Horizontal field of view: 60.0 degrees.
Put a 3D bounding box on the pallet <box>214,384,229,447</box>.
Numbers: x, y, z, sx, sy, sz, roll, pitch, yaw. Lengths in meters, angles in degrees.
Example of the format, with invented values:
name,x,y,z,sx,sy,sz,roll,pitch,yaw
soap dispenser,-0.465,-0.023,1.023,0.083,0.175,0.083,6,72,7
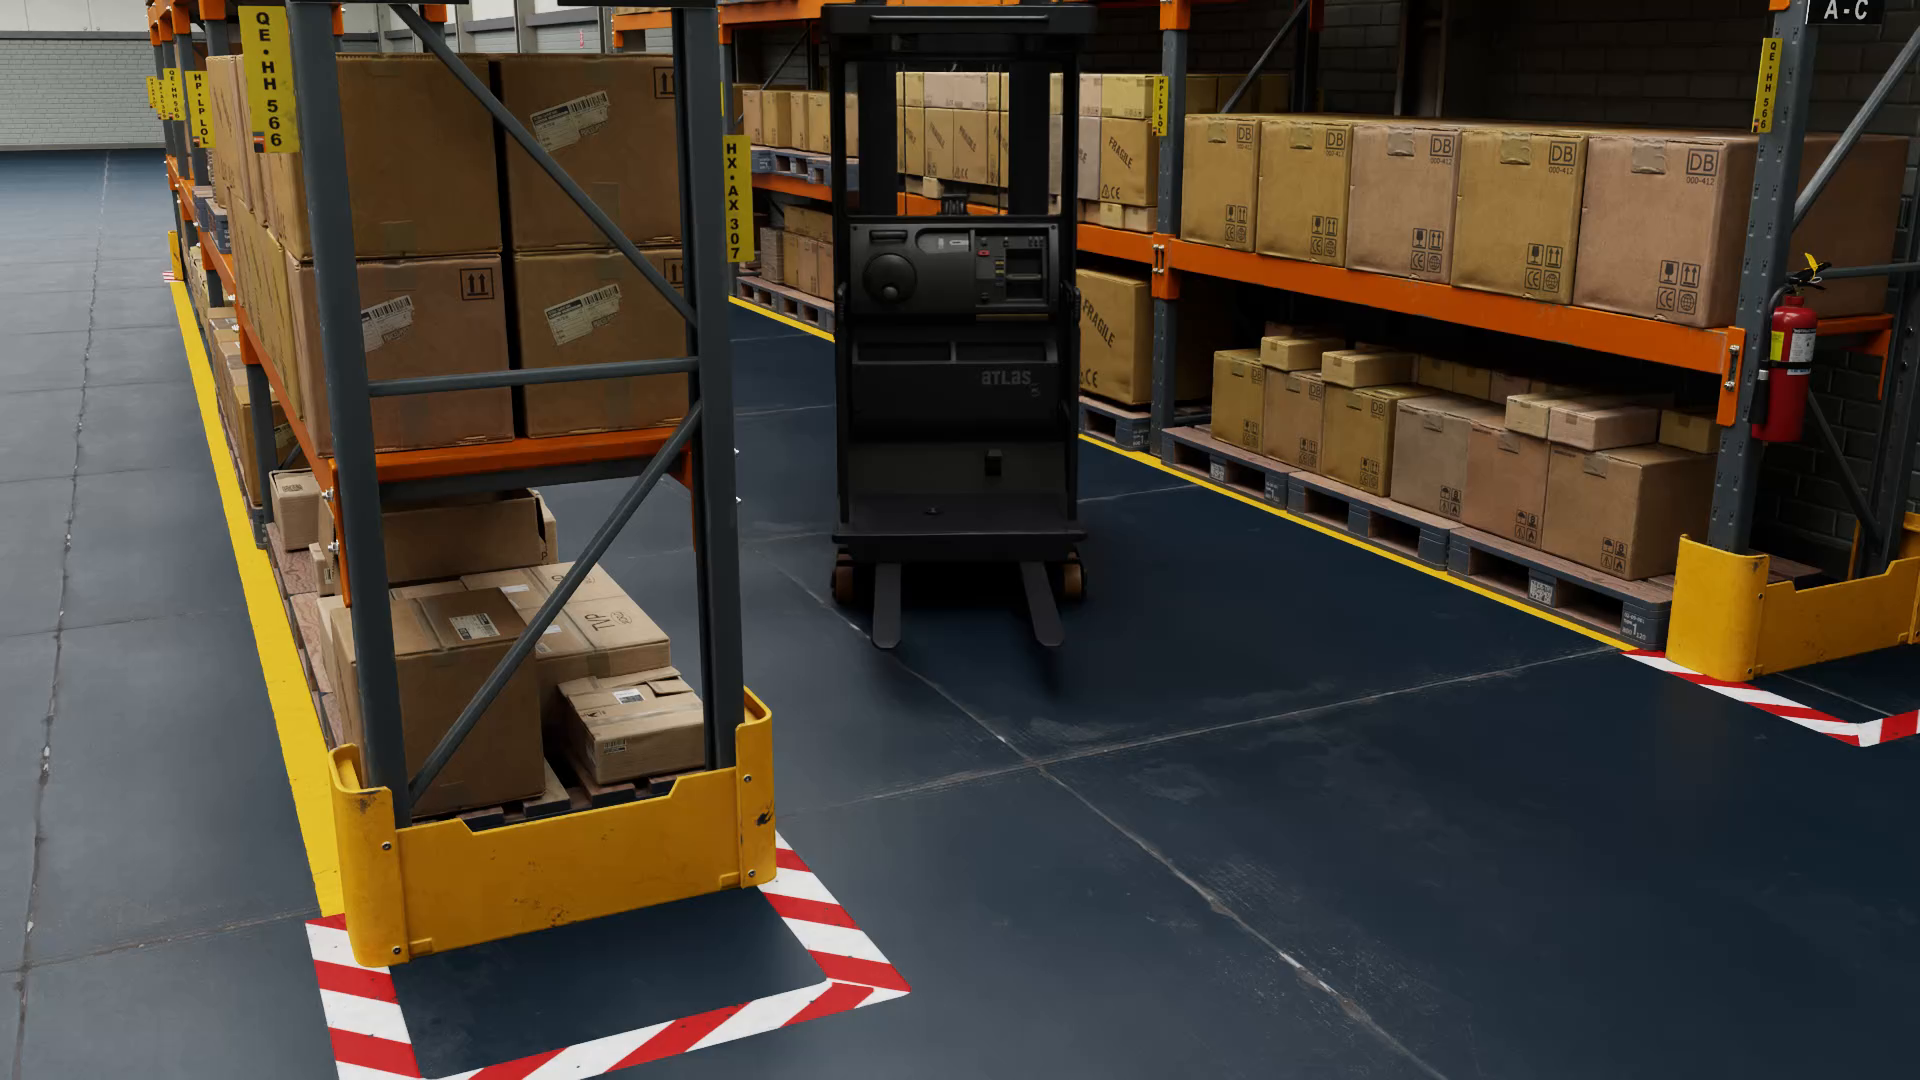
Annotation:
name,x,y,z,sx,sy,sz,roll,pitch,yaw
pallet,-4.291,-0.864,10.879,1.003,0.211,1.213,-8,18,-25

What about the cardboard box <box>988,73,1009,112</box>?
name,x,y,z,sx,sy,sz,roll,pitch,yaw
cardboard box,0.522,-3.029,11.250,0.500,0.250,0.500,-8,18,-26

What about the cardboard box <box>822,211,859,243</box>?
name,x,y,z,sx,sy,sz,roll,pitch,yaw
cardboard box,-0.918,-2.812,14.987,0.500,0.250,0.500,-8,18,-25

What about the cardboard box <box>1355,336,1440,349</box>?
name,x,y,z,sx,sy,sz,roll,pitch,yaw
cardboard box,2.319,-0.980,8.824,0.380,0.149,0.250,-8,18,-27

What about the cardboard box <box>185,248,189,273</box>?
name,x,y,z,sx,sy,sz,roll,pitch,yaw
cardboard box,-7.613,-2.851,16.970,0.500,0.250,0.500,-8,18,-25

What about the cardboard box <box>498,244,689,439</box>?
name,x,y,z,sx,sy,sz,roll,pitch,yaw
cardboard box,-1.037,-0.600,4.724,0.500,0.500,0.500,-7,18,-24

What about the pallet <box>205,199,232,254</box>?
name,x,y,z,sx,sy,sz,roll,pitch,yaw
pallet,-3.728,-1.820,9.504,1.003,0.211,1.213,-8,18,-25

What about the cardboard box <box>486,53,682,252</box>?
name,x,y,z,sx,sy,sz,roll,pitch,yaw
cardboard box,-1.037,-1.081,4.586,0.500,0.500,0.500,-7,17,-23

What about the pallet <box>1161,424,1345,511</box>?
name,x,y,z,sx,sy,sz,roll,pitch,yaw
pallet,1.882,-0.464,9.483,1.003,0.211,1.213,-8,18,-25

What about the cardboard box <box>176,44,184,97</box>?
name,x,y,z,sx,sy,sz,roll,pitch,yaw
cardboard box,-6.759,-4.292,15.236,0.700,0.500,0.500,-8,18,-25

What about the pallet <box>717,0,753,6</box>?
name,x,y,z,sx,sy,sz,roll,pitch,yaw
pallet,-1.711,-5.171,15.735,1.213,0.211,1.003,-8,18,-25

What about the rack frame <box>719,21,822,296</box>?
name,x,y,z,sx,sy,sz,roll,pitch,yaw
rack frame,-1.885,-3.986,16.701,1.000,3.000,0.127,-8,18,-25

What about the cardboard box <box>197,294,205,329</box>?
name,x,y,z,sx,sy,sz,roll,pitch,yaw
cardboard box,-5.931,-1.881,13.592,0.500,0.250,0.500,-8,18,-27

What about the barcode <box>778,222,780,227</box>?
name,x,y,z,sx,sy,sz,roll,pitch,yaw
barcode,-1.906,-3.312,17.509,0.001,0.075,0.075,-8,18,-25

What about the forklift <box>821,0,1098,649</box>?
name,x,y,z,sx,sy,sz,roll,pitch,yaw
forklift,-0.014,-1.222,7.194,1.130,2.935,3.031,-1,16,-2

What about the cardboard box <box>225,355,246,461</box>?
name,x,y,z,sx,sy,sz,roll,pitch,yaw
cardboard box,-3.734,-0.748,9.153,0.500,0.500,0.500,-7,18,-24

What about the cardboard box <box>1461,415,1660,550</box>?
name,x,y,z,sx,sy,sz,roll,pitch,yaw
cardboard box,2.756,-0.296,7.614,0.700,0.500,0.500,-8,18,-25

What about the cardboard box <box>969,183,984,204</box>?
name,x,y,z,sx,sy,sz,roll,pitch,yaw
cardboard box,0.289,-2.523,12.022,0.380,0.149,0.250,-7,18,-24

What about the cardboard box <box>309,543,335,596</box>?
name,x,y,z,sx,sy,sz,roll,pitch,yaw
cardboard box,-2.455,0.092,6.832,0.380,0.166,0.250,-8,18,-25

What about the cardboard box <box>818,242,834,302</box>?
name,x,y,z,sx,sy,sz,roll,pitch,yaw
cardboard box,-0.859,-2.437,15.040,0.700,0.500,0.500,-8,18,-25

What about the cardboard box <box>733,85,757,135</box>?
name,x,y,z,sx,sy,sz,roll,pitch,yaw
cardboard box,-2.370,-4.363,16.894,0.500,0.500,0.500,-8,18,-25

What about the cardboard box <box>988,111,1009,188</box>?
name,x,y,z,sx,sy,sz,roll,pitch,yaw
cardboard box,0.522,-2.661,11.327,0.500,0.500,0.500,-7,17,-23

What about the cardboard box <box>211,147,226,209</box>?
name,x,y,z,sx,sy,sz,roll,pitch,yaw
cardboard box,-3.661,-2.083,9.128,0.700,0.500,0.500,-13,21,-39

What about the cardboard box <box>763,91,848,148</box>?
name,x,y,z,sx,sy,sz,roll,pitch,yaw
cardboard box,-1.455,-3.975,15.686,0.700,0.500,0.500,-6,17,-19

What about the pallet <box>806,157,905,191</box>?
name,x,y,z,sx,sy,sz,roll,pitch,yaw
pallet,-0.541,-3.065,13.842,1.213,0.211,1.003,-8,18,-25

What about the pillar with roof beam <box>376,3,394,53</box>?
name,x,y,z,sx,sy,sz,roll,pitch,yaw
pillar with roof beam,-19.566,-14.710,43.198,9.100,9.000,0.400,-8,18,-25

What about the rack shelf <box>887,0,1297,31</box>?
name,x,y,z,sx,sy,sz,roll,pitch,yaw
rack shelf,0.743,-3.594,11.202,1.077,0.370,4.000,-8,18,-25

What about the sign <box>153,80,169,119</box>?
name,x,y,z,sx,sy,sz,roll,pitch,yaw
sign,-6.835,-3.773,14.246,0.100,0.325,0.005,-8,18,-25

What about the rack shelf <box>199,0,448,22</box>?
name,x,y,z,sx,sy,sz,roll,pitch,yaw
rack shelf,-1.956,-2.002,5.657,1.077,0.370,4.000,-8,18,-25

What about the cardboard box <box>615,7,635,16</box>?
name,x,y,z,sx,sy,sz,roll,pitch,yaw
cardboard box,-3.716,-6.364,19.333,0.500,0.500,0.500,-7,17,-23

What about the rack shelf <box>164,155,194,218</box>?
name,x,y,z,sx,sy,sz,roll,pitch,yaw
rack shelf,-7.213,-3.536,16.439,1.077,0.370,4.000,-8,18,-25

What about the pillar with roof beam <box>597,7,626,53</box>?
name,x,y,z,sx,sy,sz,roll,pitch,yaw
pillar with roof beam,-9.052,-8.759,22.461,9.100,9.000,0.400,-8,18,-25

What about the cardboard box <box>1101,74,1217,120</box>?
name,x,y,z,sx,sy,sz,roll,pitch,yaw
cardboard box,1.185,-2.648,9.923,0.500,0.250,0.500,-7,18,-24

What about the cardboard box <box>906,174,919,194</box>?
name,x,y,z,sx,sy,sz,roll,pitch,yaw
cardboard box,-0.197,-2.773,12.895,0.380,0.149,0.250,-8,18,-26

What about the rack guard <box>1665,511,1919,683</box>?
name,x,y,z,sx,sy,sz,roll,pitch,yaw
rack guard,3.382,0.197,6.656,1.175,0.500,0.348,-8,18,-25

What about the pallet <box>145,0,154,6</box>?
name,x,y,z,sx,sy,sz,roll,pitch,yaw
pallet,-7.803,-5.599,17.045,1.003,0.211,1.213,-8,18,-25

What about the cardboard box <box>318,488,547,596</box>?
name,x,y,z,sx,sy,sz,roll,pitch,yaw
cardboard box,-2.004,0.051,6.362,0.797,0.503,0.637,-8,18,-25

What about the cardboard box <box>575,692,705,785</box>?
name,x,y,z,sx,sy,sz,roll,pitch,yaw
cardboard box,-0.954,0.603,5.082,0.380,0.149,0.250,-8,18,-25

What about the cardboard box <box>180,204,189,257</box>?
name,x,y,z,sx,sy,sz,roll,pitch,yaw
cardboard box,-7.399,-3.086,16.432,0.500,0.500,0.500,-8,18,-25

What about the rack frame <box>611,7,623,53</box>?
name,x,y,z,sx,sy,sz,roll,pitch,yaw
rack frame,-3.638,-4.977,20.157,1.000,3.000,0.127,-8,18,-25

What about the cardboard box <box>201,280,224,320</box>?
name,x,y,z,sx,sy,sz,roll,pitch,yaw
cardboard box,-5.269,-1.772,12.195,0.500,0.311,0.500,-8,18,-26

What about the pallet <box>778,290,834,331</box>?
name,x,y,z,sx,sy,sz,roll,pitch,yaw
pallet,-1.004,-2.149,15.358,1.003,0.211,1.213,-8,18,-25

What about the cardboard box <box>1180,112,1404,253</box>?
name,x,y,z,sx,sy,sz,roll,pitch,yaw
cardboard box,1.842,-2.010,9.272,0.980,0.700,0.700,-7,18,-24

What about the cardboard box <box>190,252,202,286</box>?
name,x,y,z,sx,sy,sz,roll,pitch,yaw
cardboard box,-6.165,-2.278,13.959,0.500,0.311,0.500,-8,18,-26

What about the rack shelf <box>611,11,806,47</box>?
name,x,y,z,sx,sy,sz,roll,pitch,yaw
rack shelf,-2.761,-5.577,18.115,1.077,0.370,4.000,-8,18,-25

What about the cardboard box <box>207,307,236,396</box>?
name,x,y,z,sx,sy,sz,roll,pitch,yaw
cardboard box,-4.642,-1.257,10.926,0.500,0.500,0.500,-7,17,-23

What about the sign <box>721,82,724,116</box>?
name,x,y,z,sx,sy,sz,roll,pitch,yaw
sign,-2.370,-4.334,16.346,0.100,0.325,0.005,-8,18,-25

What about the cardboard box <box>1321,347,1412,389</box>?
name,x,y,z,sx,sy,sz,roll,pitch,yaw
cardboard box,2.070,-0.880,8.473,0.380,0.149,0.250,-8,18,-26

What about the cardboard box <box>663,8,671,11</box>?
name,x,y,z,sx,sy,sz,roll,pitch,yaw
cardboard box,-2.816,-5.840,17.508,0.500,0.500,0.500,-8,18,-27

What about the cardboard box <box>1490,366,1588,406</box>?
name,x,y,z,sx,sy,sz,roll,pitch,yaw
cardboard box,2.766,-0.727,7.942,0.380,0.149,0.250,-7,18,-24

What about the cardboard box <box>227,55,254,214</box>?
name,x,y,z,sx,sy,sz,roll,pitch,yaw
cardboard box,-2.200,-1.397,5.686,0.500,0.500,0.500,-7,17,-23

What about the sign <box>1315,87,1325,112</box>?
name,x,y,z,sx,sy,sz,roll,pitch,yaw
sign,2.118,-2.523,9.893,0.100,0.325,0.005,-8,18,-25

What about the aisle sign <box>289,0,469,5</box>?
name,x,y,z,sx,sy,sz,roll,pitch,yaw
aisle sign,-1.325,-1.606,3.697,0.394,0.787,0.004,-8,18,-25

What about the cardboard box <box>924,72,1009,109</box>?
name,x,y,z,sx,sy,sz,roll,pitch,yaw
cardboard box,0.070,-3.278,12.119,0.500,0.250,0.500,-8,18,-26

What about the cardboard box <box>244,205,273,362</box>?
name,x,y,z,sx,sy,sz,roll,pitch,yaw
cardboard box,-2.185,-0.914,5.817,0.500,0.500,0.500,-8,18,-26

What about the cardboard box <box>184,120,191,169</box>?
name,x,y,z,sx,sy,sz,roll,pitch,yaw
cardboard box,-6.990,-3.798,15.867,0.700,0.500,0.500,-7,18,-24

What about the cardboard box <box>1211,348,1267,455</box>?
name,x,y,z,sx,sy,sz,roll,pitch,yaw
cardboard box,1.855,-0.804,9.386,0.700,0.500,0.500,-7,18,-24

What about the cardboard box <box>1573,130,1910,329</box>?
name,x,y,z,sx,sy,sz,roll,pitch,yaw
cardboard box,3.139,-1.279,6.727,0.980,0.700,0.700,-7,17,-22

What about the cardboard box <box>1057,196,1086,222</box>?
name,x,y,z,sx,sy,sz,roll,pitch,yaw
cardboard box,0.843,-2.128,10.648,0.380,0.149,0.250,-8,18,-25
